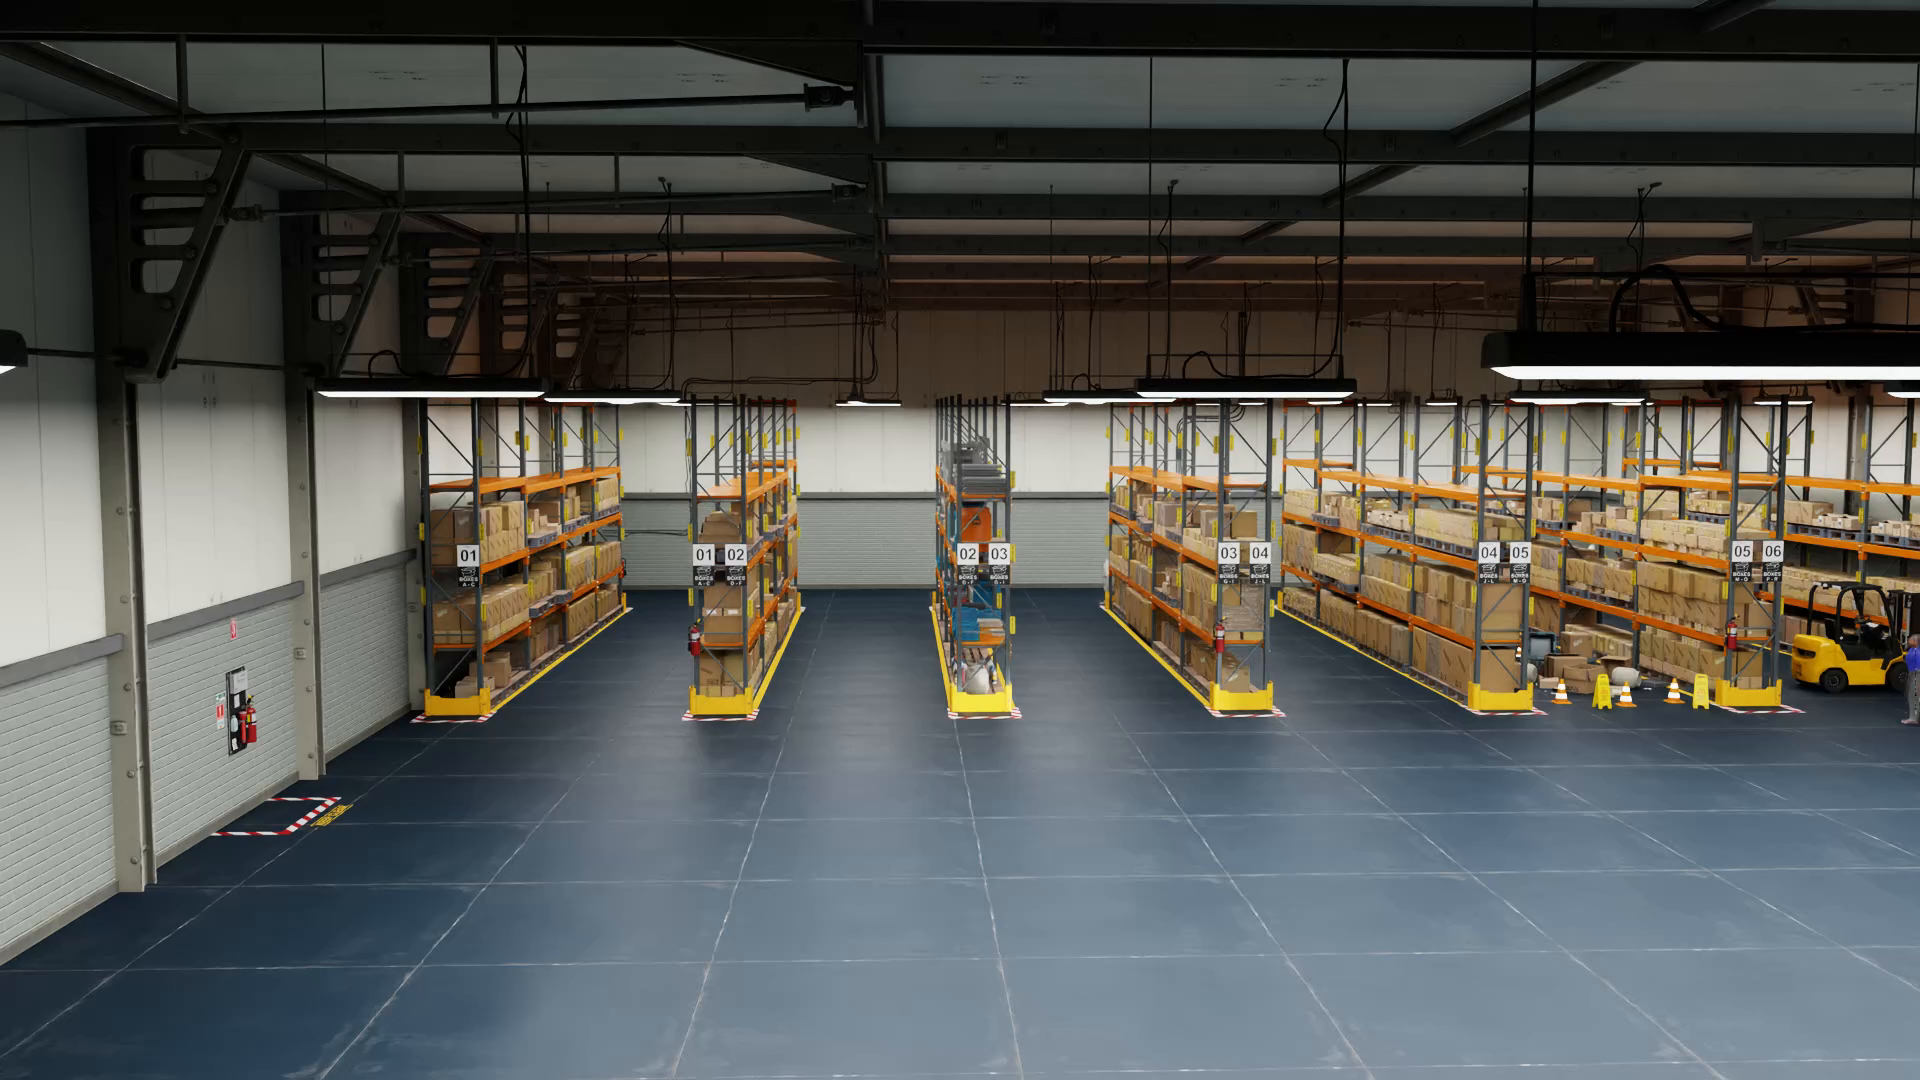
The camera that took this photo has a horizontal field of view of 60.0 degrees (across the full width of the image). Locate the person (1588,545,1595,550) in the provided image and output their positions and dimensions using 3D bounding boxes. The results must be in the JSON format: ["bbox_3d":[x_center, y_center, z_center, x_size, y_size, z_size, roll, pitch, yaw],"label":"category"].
[{"bbox_3d":[18.497,1.004,48.935,0.601,1.733,0.895,4,6,43],"label":"person"}]

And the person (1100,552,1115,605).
[{"bbox_3d":[4.460,1.063,48.693,0.817,1.630,0.481,-1,5,-15],"label":"person"}]

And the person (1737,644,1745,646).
[{"bbox_3d":[16.707,2.053,35.825,0.566,1.719,0.537,0,5,-4],"label":"person"}]

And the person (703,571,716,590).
[{"bbox_3d":[-6.738,1.276,45.410,0.610,1.765,0.513,2,5,22],"label":"person"}]

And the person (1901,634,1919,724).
[{"bbox_3d":[17.420,2.523,30.169,0.634,1.621,0.456,1,5,8],"label":"person"}]
